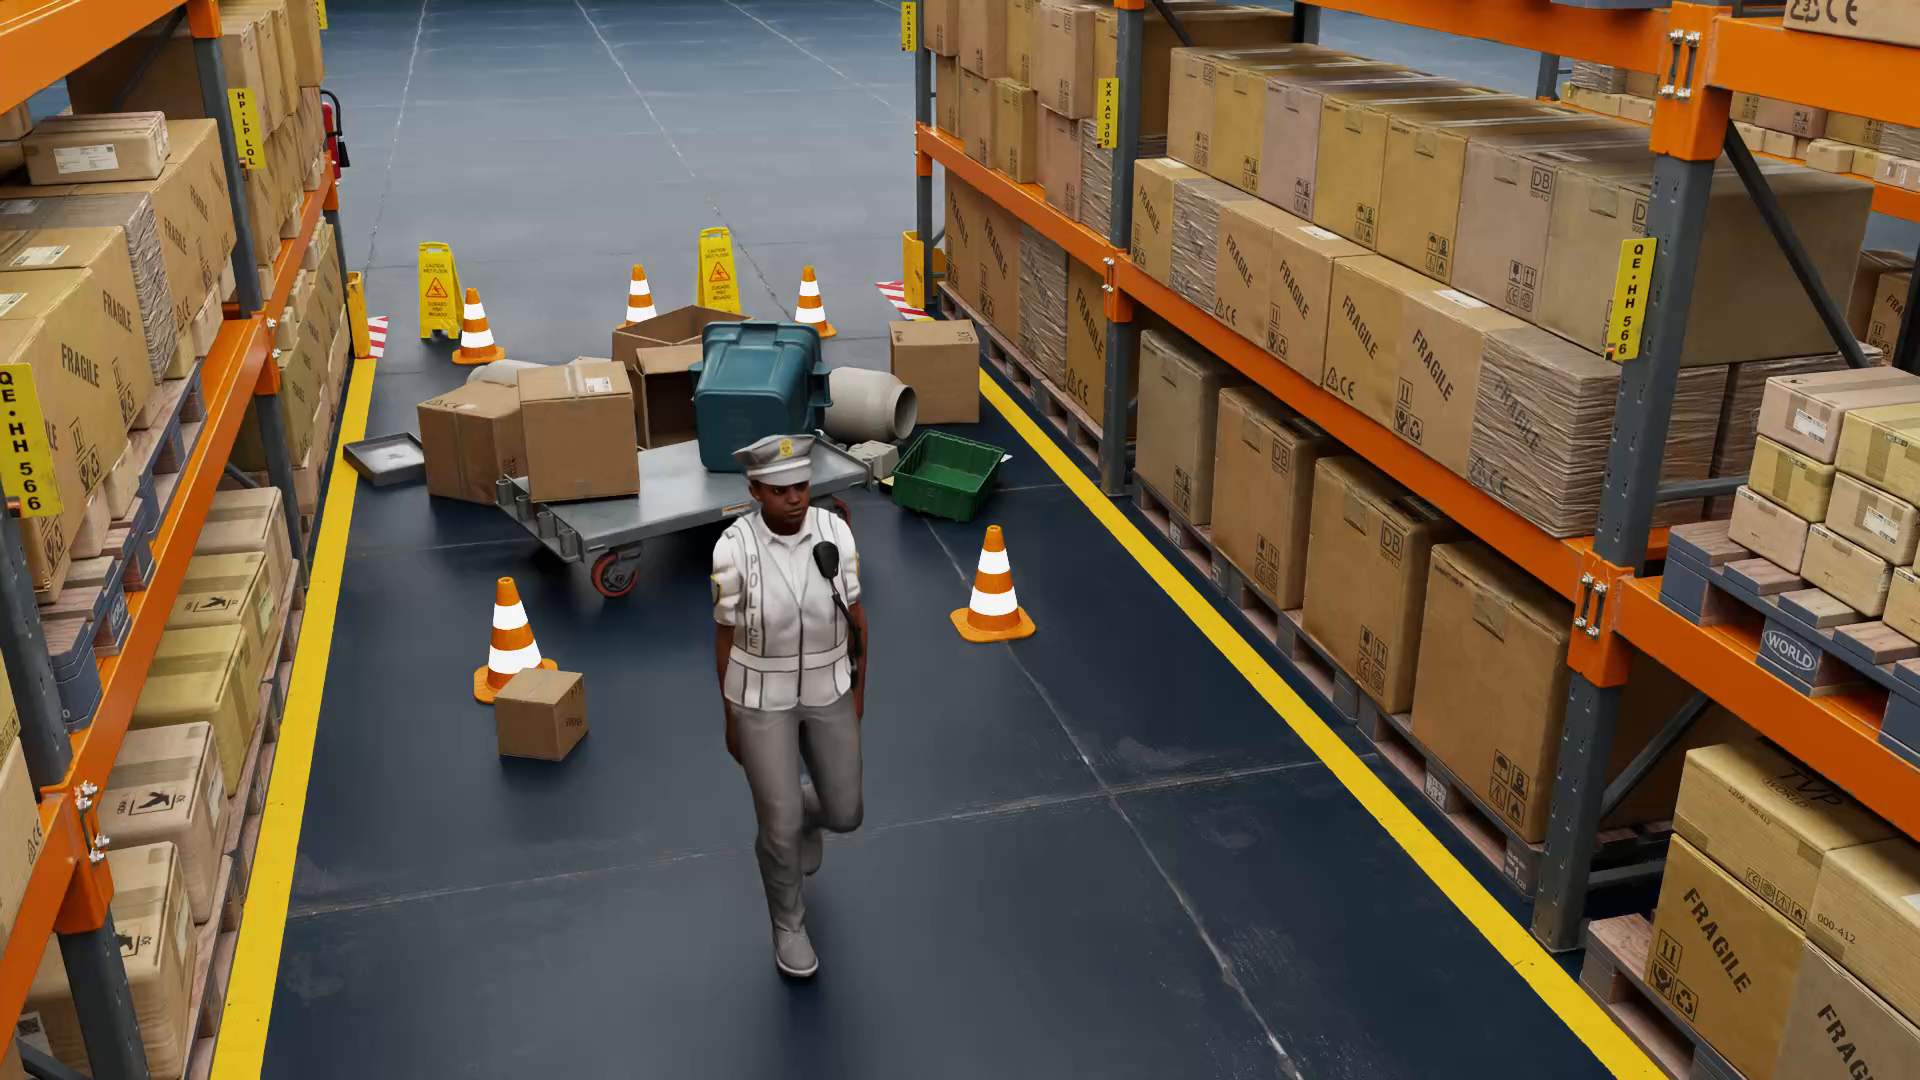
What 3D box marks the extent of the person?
[{"bbox_3d":[-0.503,0.442,4.974,0.454,1.671,0.606,-8,24,-19],"label":"person"}]
